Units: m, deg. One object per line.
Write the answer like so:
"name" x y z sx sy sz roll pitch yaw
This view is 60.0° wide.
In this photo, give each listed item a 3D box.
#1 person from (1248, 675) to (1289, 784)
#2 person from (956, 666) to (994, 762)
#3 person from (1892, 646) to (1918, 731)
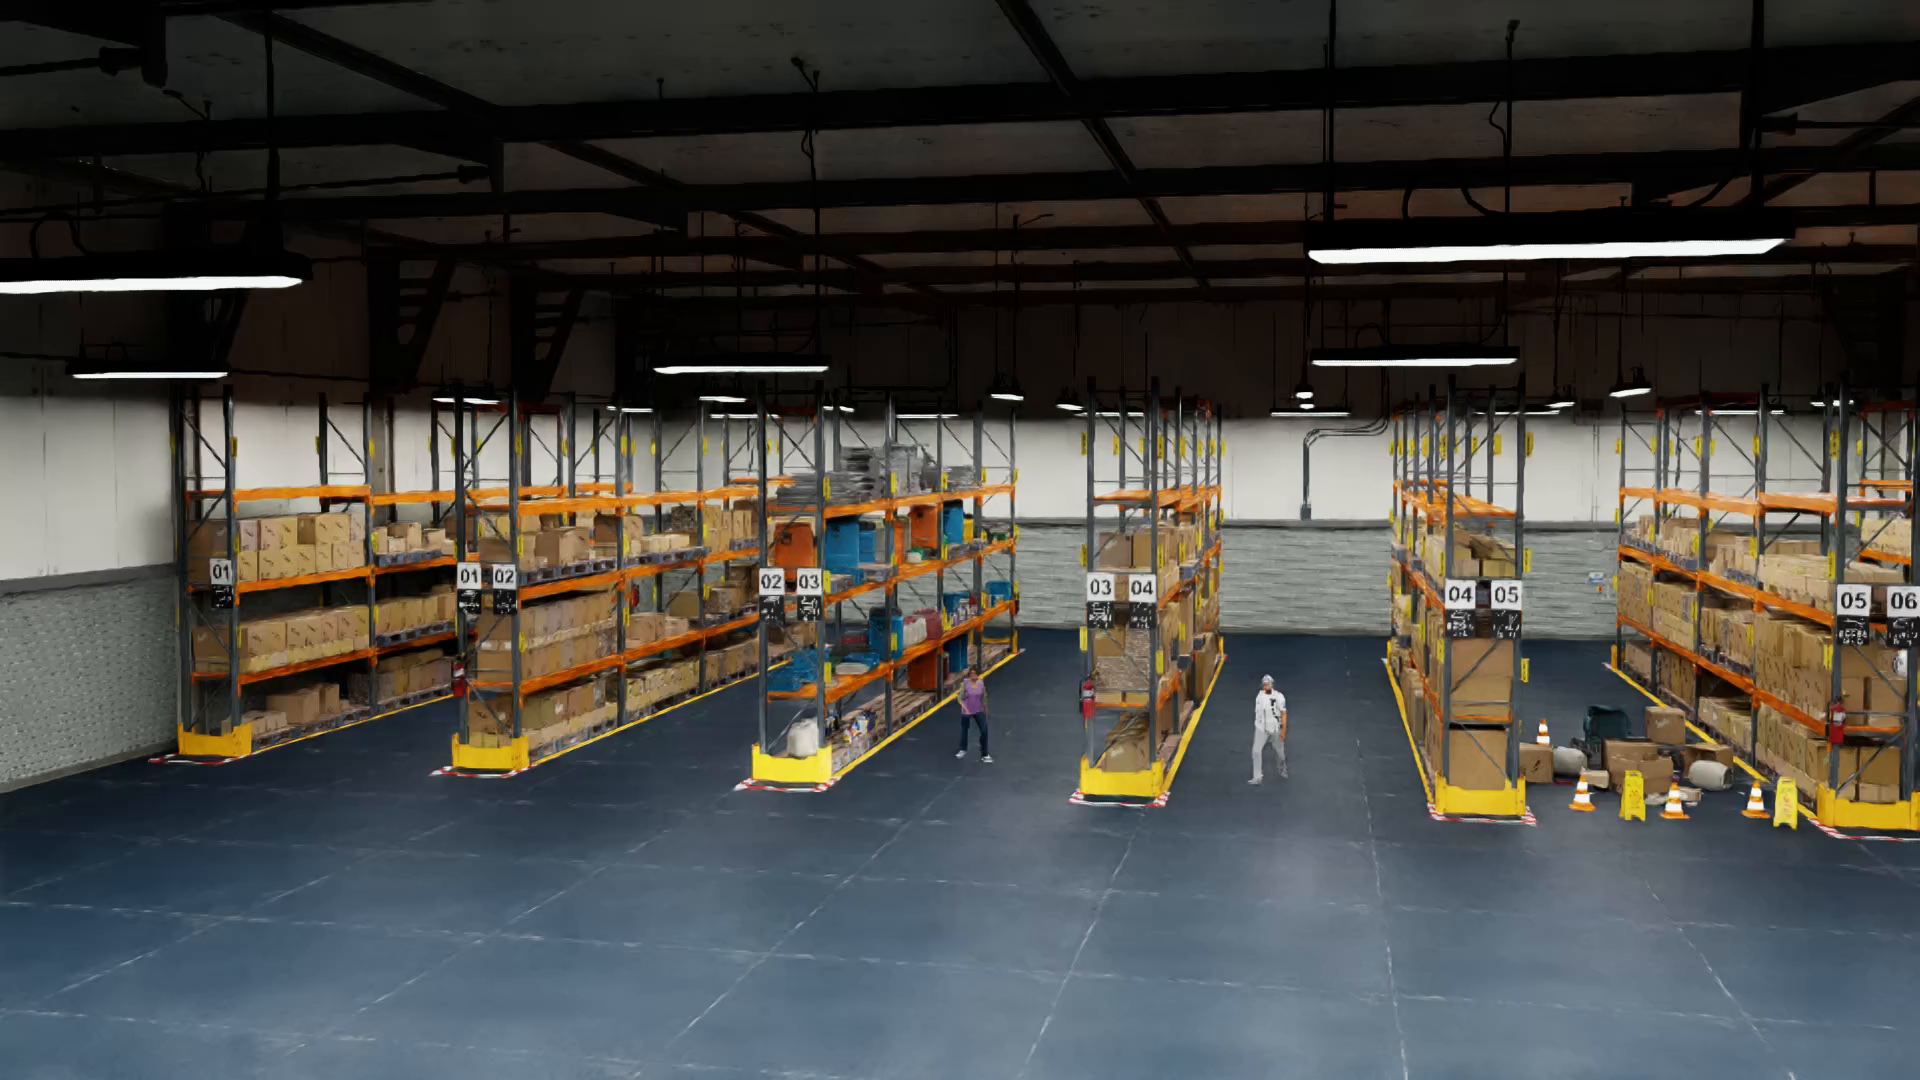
"person" 4.641 2.802 24.780 0.500 1.609 0.909 2 4 28
"person" 0.212 2.741 26.505 0.562 1.528 0.778 0 3 -7
"person" 16.633 2.512 29.353 0.555 1.664 0.585 2 4 37
